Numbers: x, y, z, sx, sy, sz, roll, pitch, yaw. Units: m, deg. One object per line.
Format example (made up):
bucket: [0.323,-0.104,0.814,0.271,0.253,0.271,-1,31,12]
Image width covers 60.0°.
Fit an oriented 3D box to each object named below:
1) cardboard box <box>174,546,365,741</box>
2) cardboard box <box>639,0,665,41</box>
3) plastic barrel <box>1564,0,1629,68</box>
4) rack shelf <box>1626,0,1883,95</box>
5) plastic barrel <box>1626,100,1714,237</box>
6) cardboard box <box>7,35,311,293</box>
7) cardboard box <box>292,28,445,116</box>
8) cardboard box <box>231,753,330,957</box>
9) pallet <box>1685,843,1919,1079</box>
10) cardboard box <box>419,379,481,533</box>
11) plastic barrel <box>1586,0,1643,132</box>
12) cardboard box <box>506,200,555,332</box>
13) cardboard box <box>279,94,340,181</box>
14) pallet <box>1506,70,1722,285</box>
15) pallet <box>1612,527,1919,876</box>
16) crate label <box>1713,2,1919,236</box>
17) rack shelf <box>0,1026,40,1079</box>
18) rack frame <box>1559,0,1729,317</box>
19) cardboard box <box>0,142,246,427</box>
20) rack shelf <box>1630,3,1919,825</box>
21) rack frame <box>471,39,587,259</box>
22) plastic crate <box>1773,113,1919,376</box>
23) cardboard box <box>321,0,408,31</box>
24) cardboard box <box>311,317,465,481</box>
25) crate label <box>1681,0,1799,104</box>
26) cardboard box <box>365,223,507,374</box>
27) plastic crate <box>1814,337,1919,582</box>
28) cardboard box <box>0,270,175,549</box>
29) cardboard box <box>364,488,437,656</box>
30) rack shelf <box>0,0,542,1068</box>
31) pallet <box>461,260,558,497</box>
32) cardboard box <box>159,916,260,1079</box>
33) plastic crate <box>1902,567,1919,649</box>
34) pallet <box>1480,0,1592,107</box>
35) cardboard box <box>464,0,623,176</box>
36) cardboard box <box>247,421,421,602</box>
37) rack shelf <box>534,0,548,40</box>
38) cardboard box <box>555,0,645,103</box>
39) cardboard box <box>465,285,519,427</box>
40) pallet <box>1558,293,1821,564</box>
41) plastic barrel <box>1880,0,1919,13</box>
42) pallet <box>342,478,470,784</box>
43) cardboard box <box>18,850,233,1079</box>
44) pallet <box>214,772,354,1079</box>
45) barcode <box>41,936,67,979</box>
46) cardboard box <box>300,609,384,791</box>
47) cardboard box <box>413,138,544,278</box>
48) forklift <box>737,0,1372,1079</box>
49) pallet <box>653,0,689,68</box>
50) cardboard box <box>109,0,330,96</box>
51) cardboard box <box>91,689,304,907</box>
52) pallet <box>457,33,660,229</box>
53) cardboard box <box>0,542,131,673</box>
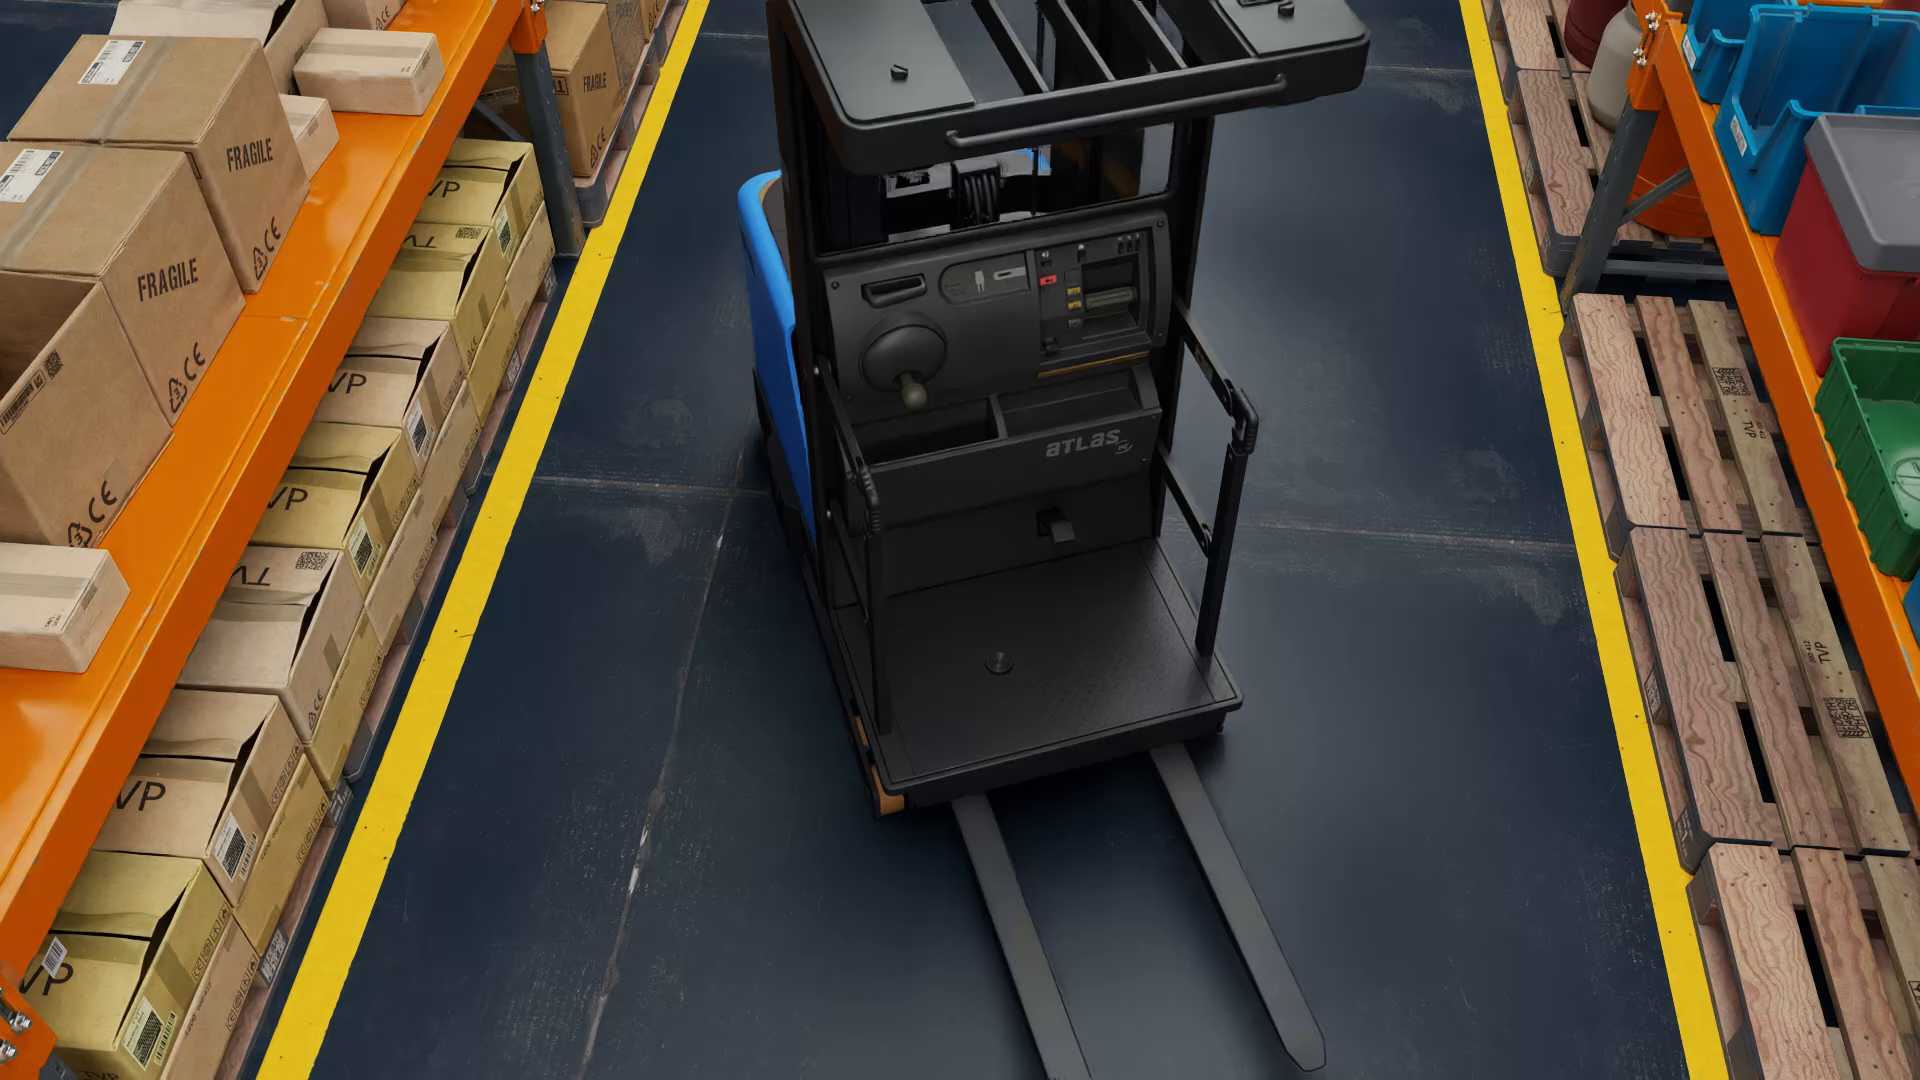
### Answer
cardboard box: [-2.032,0.262,4.677,0.500,0.311,0.500,2,48,2]
cardboard box: [-1.631,-2.613,7.503,0.500,0.500,0.500,3,48,3]
plastic barrel: [3.013,-2.422,7.282,0.600,0.588,0.708,4,48,4]
rack shelf: [3.065,-3.131,7.068,1.077,0.370,4.000,4,48,4]
plastic barrel: [2.910,-1.674,6.434,0.600,0.830,0.708,4,48,4]
cardboard box: [-2.186,-1.040,4.600,0.500,0.500,0.500,2,48,1]
cardboard box: [-1.857,-1.476,5.237,0.380,0.149,0.250,4,48,4]
cardboard box: [-2.083,0.830,4.536,0.500,0.250,0.500,5,48,5]
pallet: [2.551,1.397,4.329,1.003,0.211,1.213,4,48,4]
cardboard box: [-1.947,-0.302,5.572,0.500,0.250,0.500,5,48,4]
plastic barrel: [2.873,-1.988,6.937,0.421,0.512,0.421,0,48,0]
cardboard box: [-1.855,-1.051,6.257,0.500,0.250,0.500,5,48,4]
cardboard box: [-2.110,-1.214,4.998,0.380,0.149,0.250,7,48,6]
pallet: [2.913,-1.545,7.020,1.003,0.211,1.213,4,48,4]
pallet: [2.660,0.498,5.152,1.003,0.211,1.213,4,48,4]
crate label: [2.523,-1.204,4.795,0.502,0.435,0.616,4,48,4]
rack shelf: [-2.597,2.412,1.999,1.077,0.370,4.000,4,48,4]
rack frame: [2.883,-1.904,5.459,1.000,3.000,0.127,4,48,4]
cardboard box: [-2.234,-0.653,4.246,0.500,0.500,0.500,4,48,4]
rack shelf: [2.700,-0.192,4.380,1.077,0.370,4.000,4,48,4]
rack frame: [-2.050,-2.240,5.766,1.000,3.000,0.127,4,48,4]
plastic crate: [2.431,-0.759,4.368,0.402,0.464,0.583,4,48,4]
cardboard box: [-2.126,-1.945,5.557,0.500,0.311,0.500,7,48,6]
cardboard box: [-1.942,-0.488,5.363,0.500,0.311,0.500,4,48,3]
crate label: [2.471,-1.563,5.260,0.303,0.233,0.416,4,48,4]
cardboard box: [-1.893,-0.859,5.702,0.500,0.311,0.500,3,48,3]
plastic crate: [2.396,-0.192,4.036,0.450,0.188,0.662,4,48,4]
cardboard box: [-2.280,-0.285,3.910,0.500,0.500,0.500,7,48,6]
cardboard box: [-1.991,0.076,5.227,0.500,0.250,0.500,5,48,4]
rack shelf: [-2.232,-0.527,4.687,1.077,0.370,4.000,4,48,4]
pallet: [-2.164,-0.696,6.244,1.003,0.211,1.213,4,48,4]
cardboard box: [-2.131,1.206,4.193,0.500,0.250,0.500,3,48,3]
plastic crate: [2.309,0.209,3.537,0.392,0.384,0.575,4,48,4]
pallet: [3.027,-2.439,7.838,1.003,0.211,1.213,4,48,4]
cardboard box: [-1.724,-1.860,6.814,0.500,0.500,0.500,6,48,5]
cardboard box: [-1.990,-0.120,5.026,0.500,0.311,0.500,5,48,5]
rack shelf: [-1.867,-3.467,7.376,1.077,0.370,4.000,4,48,4]
cardboard box: [-1.682,-2.245,7.166,0.500,0.500,0.500,2,48,2]
cardboard box: [-1.898,-0.672,5.910,0.500,0.250,0.500,3,48,3]
pallet: [2.773,-0.396,5.969,1.003,0.211,1.213,4,48,4]
plastic barrel: [3.142,-1.589,5.078,0.600,0.536,0.708,4,48,4]
pallet: [-2.277,0.198,5.426,1.003,0.211,1.213,4,48,4]
cardboard box: [-2.129,1.009,3.993,0.500,0.311,0.500,4,48,4]
pallet: [-2.386,1.096,4.604,1.003,0.211,1.213,4,48,4]
barcode: [-1.976,0.911,3.629,0.001,0.075,0.075,4,48,4]
cardboard box: [-2.038,0.450,4.885,0.500,0.250,0.500,3,48,2]
cardboard box: [-1.852,-1.241,6.051,0.500,0.311,0.500,5,48,5]
forklift: [0.176,-0.501,4.222,1.130,2.935,3.031,-13,49,-11]
pallet: [-1.830,-2.739,8.112,1.003,0.211,1.213,4,48,4]
cardboard box: [-2.324,-1.566,5.210,0.500,0.311,0.500,3,48,3]
cardboard box: [-2.078,0.642,4.329,0.500,0.311,0.500,3,48,3]
pallet: [-1.944,-1.845,7.294,1.003,0.211,1.213,4,48,4]
cardboard box: [-2.130,0.147,3.753,0.380,0.149,0.250,4,48,4]
